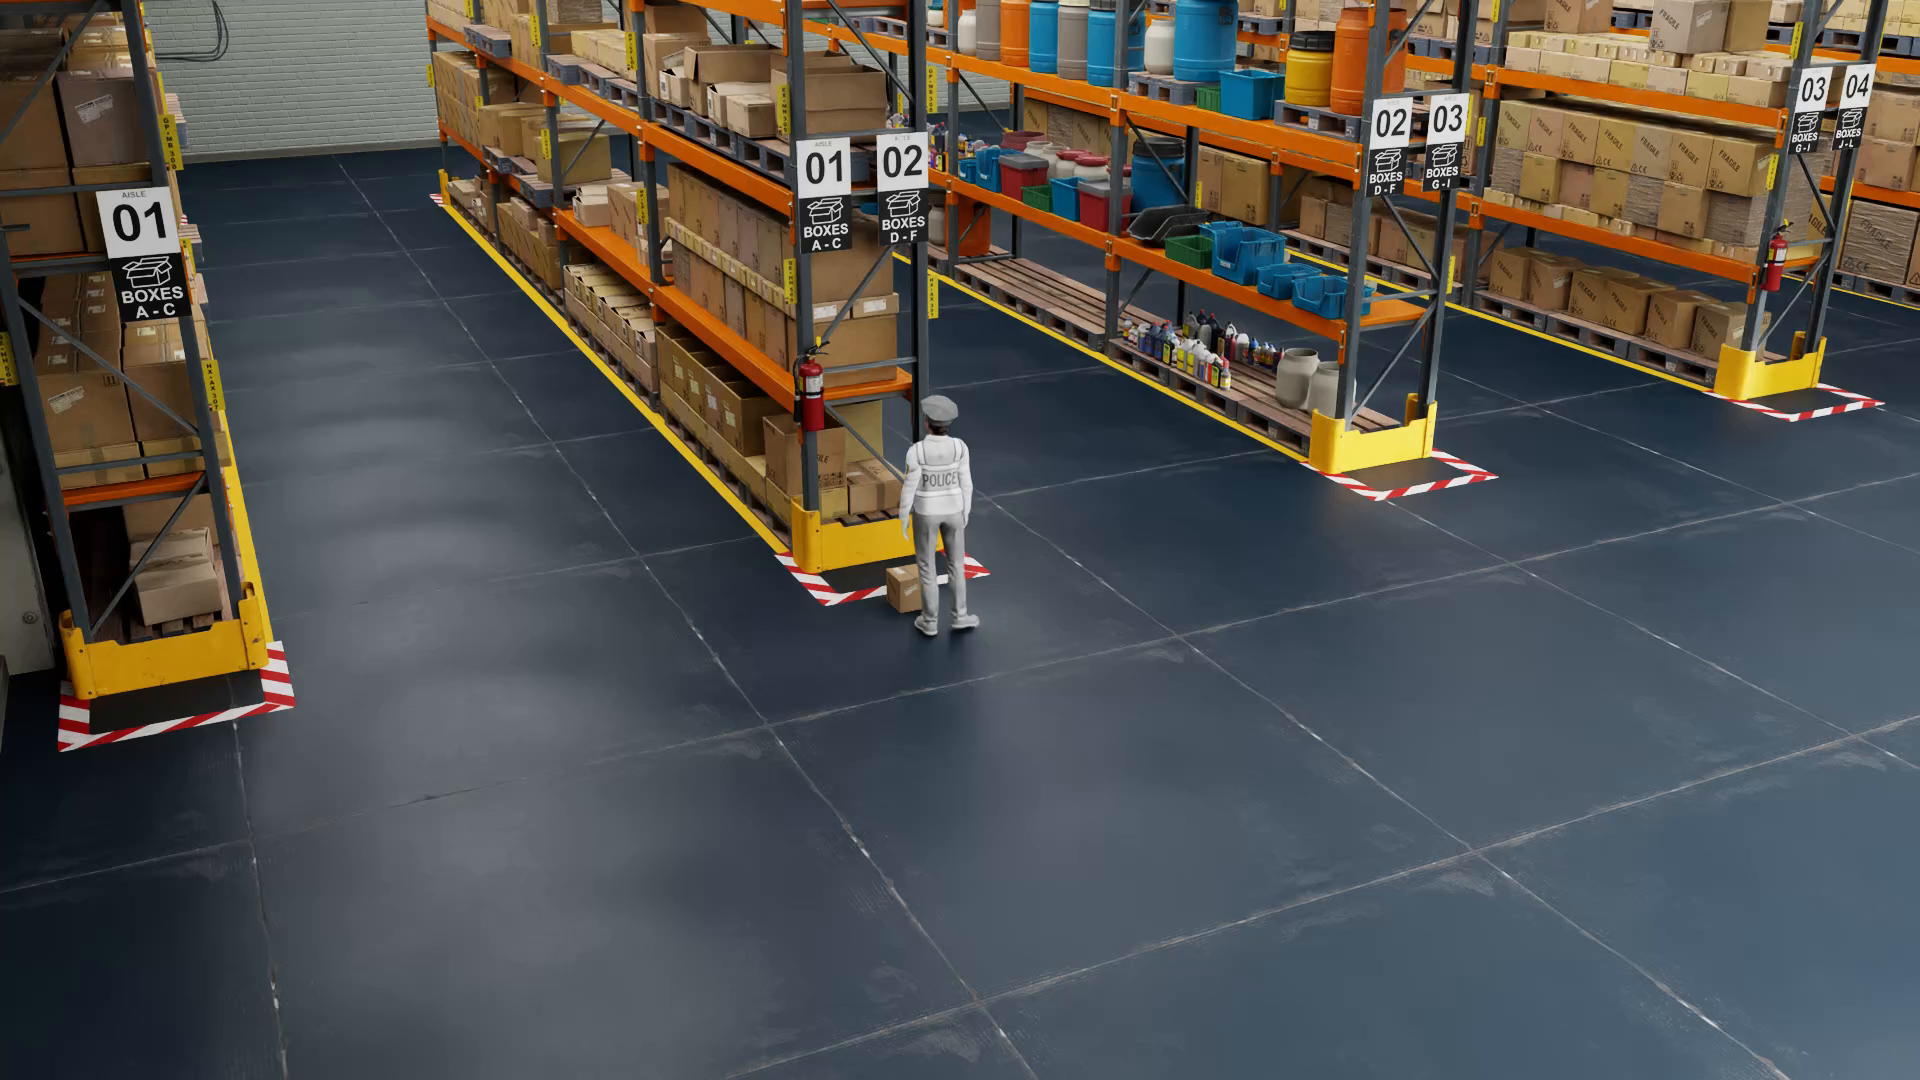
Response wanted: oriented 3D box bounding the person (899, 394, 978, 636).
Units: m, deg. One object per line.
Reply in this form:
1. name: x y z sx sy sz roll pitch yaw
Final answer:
1. person: -0.136 -0.158 11.334 0.574 1.719 0.344 -7 23 -17
